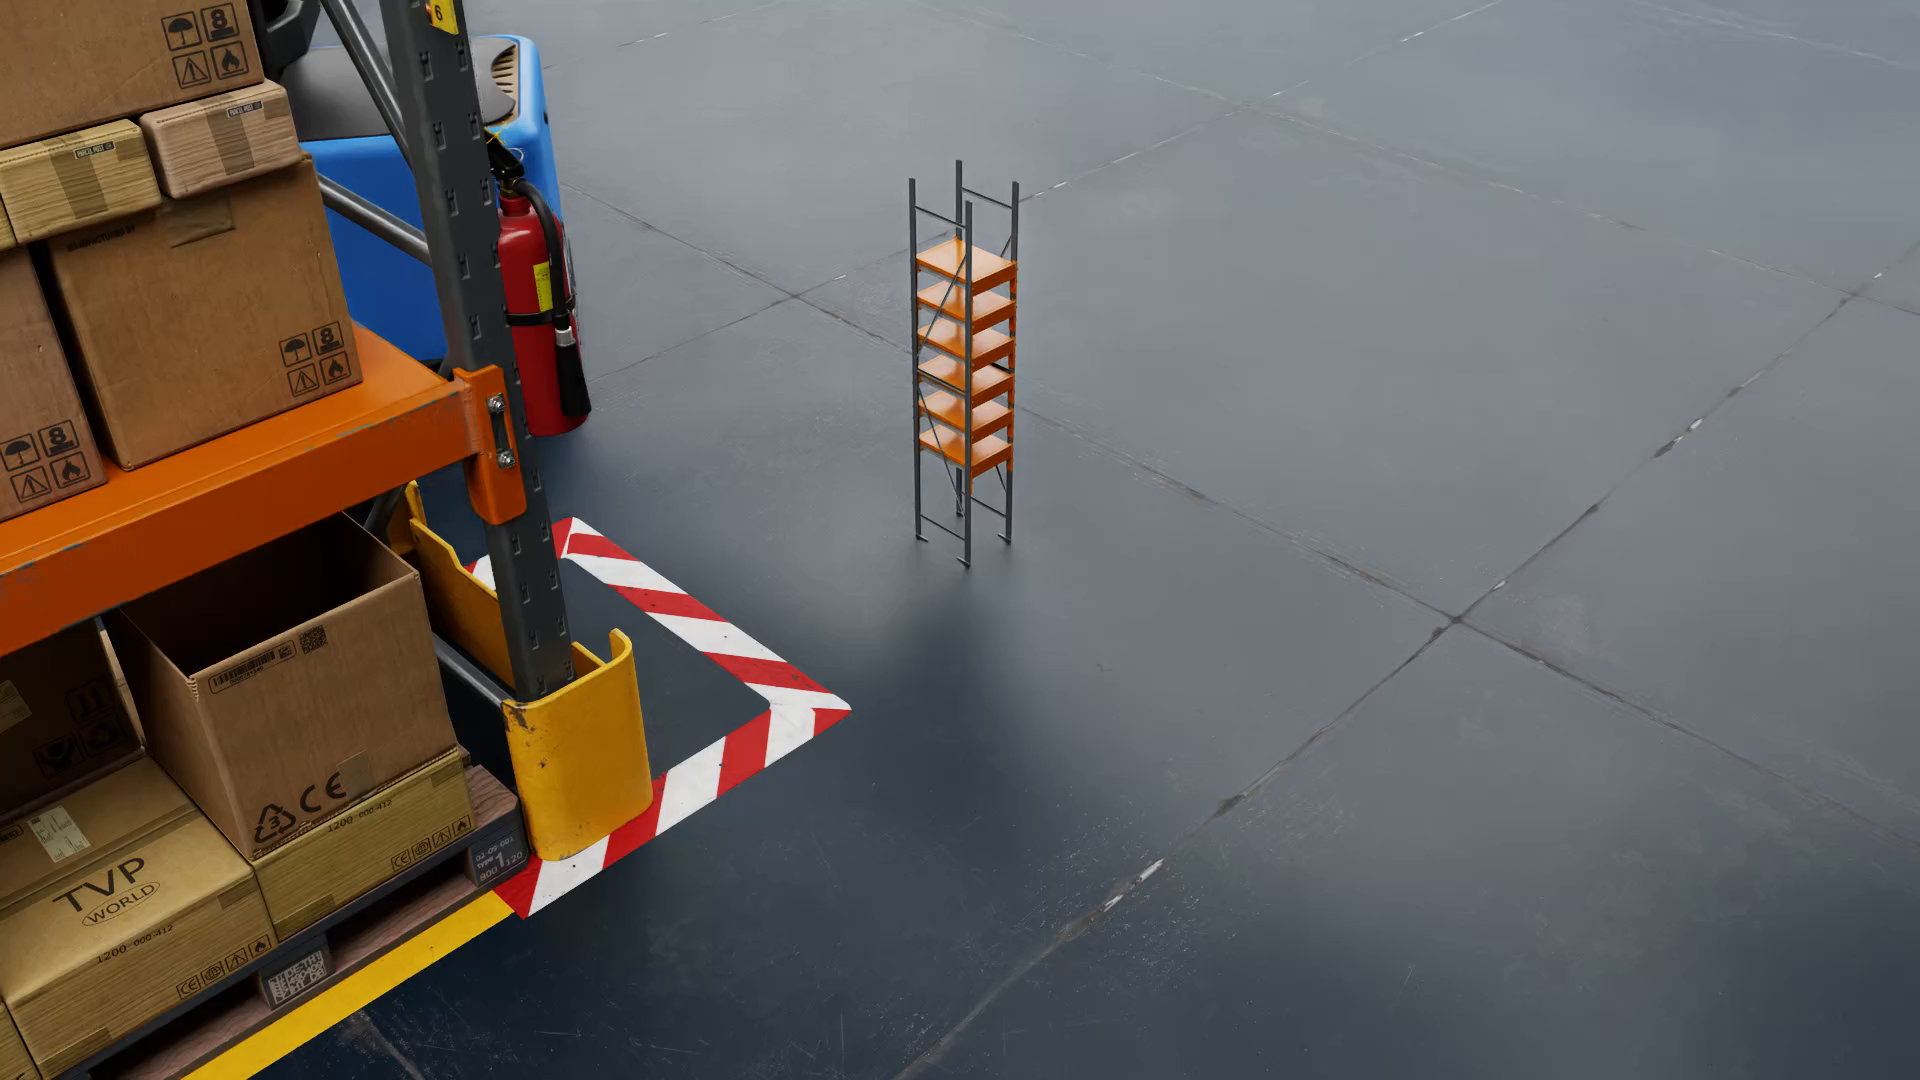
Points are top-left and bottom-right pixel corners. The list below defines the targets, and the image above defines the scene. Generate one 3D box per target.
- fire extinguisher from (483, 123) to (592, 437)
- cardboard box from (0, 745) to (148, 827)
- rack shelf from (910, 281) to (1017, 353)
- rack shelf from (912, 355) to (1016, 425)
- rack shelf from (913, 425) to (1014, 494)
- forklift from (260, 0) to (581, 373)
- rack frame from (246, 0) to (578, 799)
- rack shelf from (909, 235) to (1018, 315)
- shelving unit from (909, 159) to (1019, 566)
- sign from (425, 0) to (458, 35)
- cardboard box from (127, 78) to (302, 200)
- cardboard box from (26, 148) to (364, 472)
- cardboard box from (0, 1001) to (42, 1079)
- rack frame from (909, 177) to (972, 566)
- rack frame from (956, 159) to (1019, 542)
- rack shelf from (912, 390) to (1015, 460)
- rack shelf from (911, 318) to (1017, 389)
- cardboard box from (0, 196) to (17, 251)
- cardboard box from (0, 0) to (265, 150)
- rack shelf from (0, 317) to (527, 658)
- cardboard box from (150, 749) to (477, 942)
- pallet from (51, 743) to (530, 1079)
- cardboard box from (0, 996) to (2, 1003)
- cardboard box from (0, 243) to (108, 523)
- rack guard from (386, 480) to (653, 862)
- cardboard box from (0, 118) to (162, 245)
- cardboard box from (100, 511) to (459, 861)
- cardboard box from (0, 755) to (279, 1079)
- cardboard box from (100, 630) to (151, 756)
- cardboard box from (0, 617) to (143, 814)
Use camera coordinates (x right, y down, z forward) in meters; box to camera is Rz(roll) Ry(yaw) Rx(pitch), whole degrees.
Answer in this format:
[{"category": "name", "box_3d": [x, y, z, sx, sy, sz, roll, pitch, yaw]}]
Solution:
[{"category": "fire extinguisher", "box_3d": [-0.904, -0.545, 3.476, 0.296, 0.674, 0.183, 30, 45, 35]}, {"category": "cardboard box", "box_3d": [-2.202, 0.573, 3.843, 0.500, 0.250, 0.500, 30, 45, 35]}, {"category": "rack shelf", "box_3d": [0.010, -0.658, 4.803, 0.258, 0.103, 0.180, 30, 45, 35]}, {"category": "rack shelf", "box_3d": [0.010, -0.462, 4.941, 0.258, 0.103, 0.180, 30, 45, 35]}, {"category": "rack shelf", "box_3d": [0.010, -0.265, 5.078, 0.258, 0.103, 0.180, 30, 45, 35]}, {"category": "forklift", "box_3d": [-2.899, -1.710, 5.140, 3.031, 2.935, 1.130, -7, 36, -10]}, {"category": "rack frame", "box_3d": [-1.317, -0.715, 3.654, 1.000, 3.000, 0.127, 30, 45, 35]}, {"category": "rack shelf", "box_3d": [0.010, -0.757, 4.735, 0.258, 0.103, 0.180, 30, 45, 35]}, {"category": "shelving unit", "box_3d": [0.010, -0.498, 4.915, 0.258, 1.200, 0.189, 30, 45, 35]}, {"category": "sign", "box_3d": [-0.941, -1.063, 2.933, 0.100, 0.325, 0.005, 30, 45, 35]}, {"category": "cardboard box", "box_3d": [-1.450, -0.791, 3.107, 0.380, 0.149, 0.250, 29, 44, 35]}, {"category": "cardboard box", "box_3d": [-1.654, -0.572, 3.361, 0.700, 0.500, 0.500, 30, 45, 35]}, {"category": "cardboard box", "box_3d": [-2.179, 0.988, 3.247, 0.500, 0.250, 0.500, 30, 45, 35]}, {"category": "rack frame", "box_3d": [-0.054, -0.461, 4.862, 0.240, 1.200, 0.006, 30, 45, 35]}, {"category": "rack frame", "box_3d": [0.075, -0.535, 4.968, 0.240, 1.200, 0.006, 30, 45, 35]}, {"category": "rack shelf", "box_3d": [0.010, -0.363, 5.009, 0.258, 0.103, 0.180, 30, 45, 35]}, {"category": "rack shelf", "box_3d": [0.010, -0.560, 4.872, 0.258, 0.103, 0.180, 30, 45, 35]}, {"category": "cardboard box", "box_3d": [-1.814, -0.580, 2.805, 0.380, 0.149, 0.250, 29, 44, 35]}, {"category": "cardboard box", "box_3d": [-1.692, -1.083, 2.959, 0.500, 0.500, 0.700, -30, 45, -35]}, {"category": "rack shelf", "box_3d": [-2.726, 0.391, 2.695, 1.077, 0.370, 4.000, 30, 45, 35]}, {"category": "cardboard box", "box_3d": [-1.485, 0.577, 3.837, 0.500, 0.250, 0.500, 30, 45, 35]}, {"category": "pallet", "box_3d": [-1.826, 0.756, 3.982, 1.003, 0.211, 1.213, 30, 45, 35]}, {"category": "cardboard box", "box_3d": [-2.177, 0.682, 3.031, 0.500, 0.500, 0.500, 30, 45, 35]}, {"category": "cardboard box", "box_3d": [-2.021, -0.357, 3.052, 0.500, 0.500, 0.700, -29, 44, -35]}, {"category": "rack guard", "box_3d": [-1.300, 0.300, 4.383, 1.175, 0.500, 0.348, 30, 45, 35]}, {"category": "cardboard box", "box_3d": [-1.634, -0.684, 2.954, 0.250, 0.149, 0.380, -29, 44, -35]}, {"category": "cardboard box", "box_3d": [-1.483, 0.270, 3.621, 0.500, 0.500, 0.500, 30, 45, 35]}, {"category": "cardboard box", "box_3d": [-1.828, 0.785, 3.539, 0.500, 0.250, 0.500, 30, 45, 35]}, {"category": "cardboard box", "box_3d": [-1.852, 0.368, 4.137, 0.500, 0.250, 0.500, 30, 45, 35]}, {"category": "cardboard box", "box_3d": [-2.203, 0.264, 3.630, 0.500, 0.500, 0.500, 30, 45, 35]}]
